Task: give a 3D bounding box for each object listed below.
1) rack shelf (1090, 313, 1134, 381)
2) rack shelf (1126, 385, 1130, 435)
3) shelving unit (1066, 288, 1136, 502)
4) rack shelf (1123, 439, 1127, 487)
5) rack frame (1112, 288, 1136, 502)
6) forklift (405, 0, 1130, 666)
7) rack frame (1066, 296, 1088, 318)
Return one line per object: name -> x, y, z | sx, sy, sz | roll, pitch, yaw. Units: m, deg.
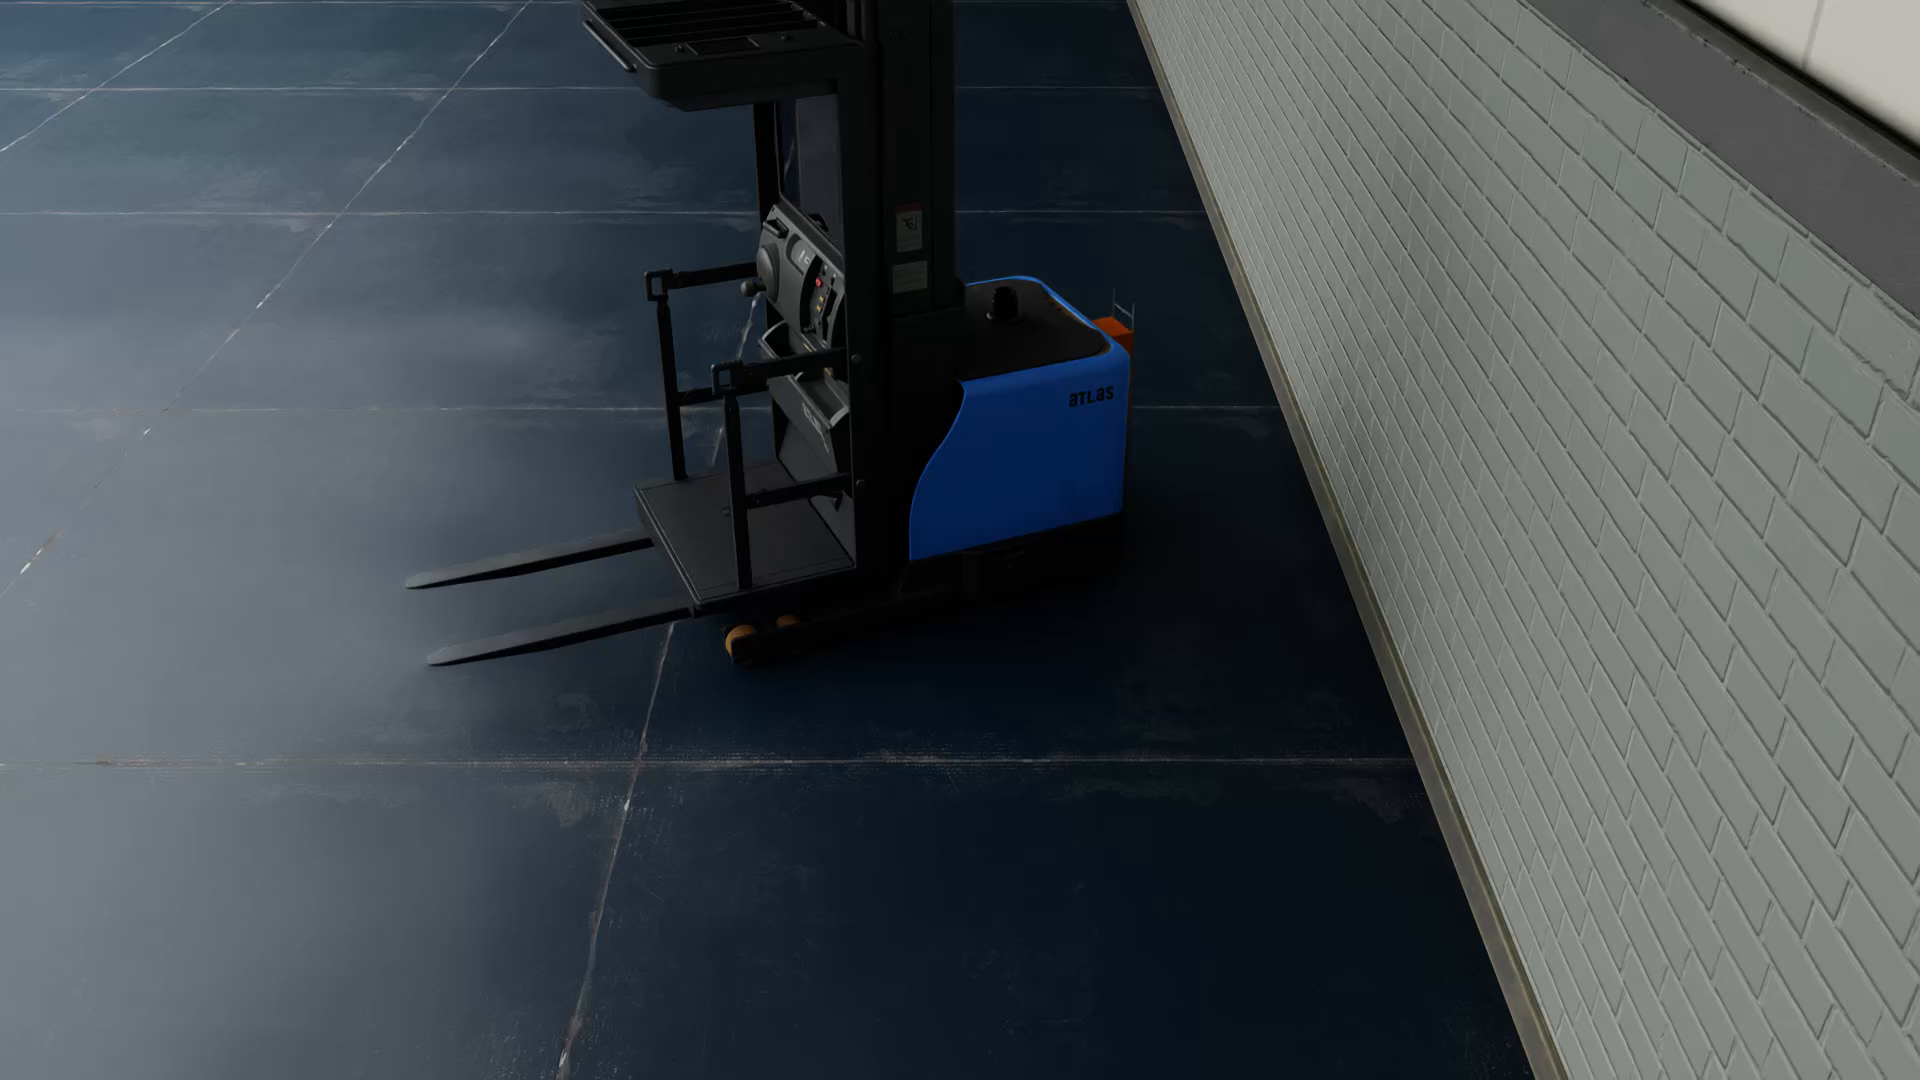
rack shelf -> 0.637, -0.870, 7.645 | 0.240, 0.259, 0.215 | -13, 34, -20
rack shelf -> 0.637, -0.627, 7.792 | 0.240, 0.259, 0.215 | -13, 34, -20
shelving unit -> 0.637, -0.636, 7.787 | 0.252, 1.050, 0.215 | -13, 34, -20
rack shelf -> 0.637, -0.390, 7.936 | 0.240, 0.259, 0.215 | -13, 34, -20
rack frame -> 0.749, -0.662, 7.829 | 0.008, 1.050, 0.200 | -13, 34, -20
forklift -> -0.828, -1.046, 6.648 | 3.031, 2.935, 1.130 | -13, 34, -20
rack frame -> 0.525, -0.611, 7.745 | 0.008, 1.050, 0.200 | -13, 34, -20
